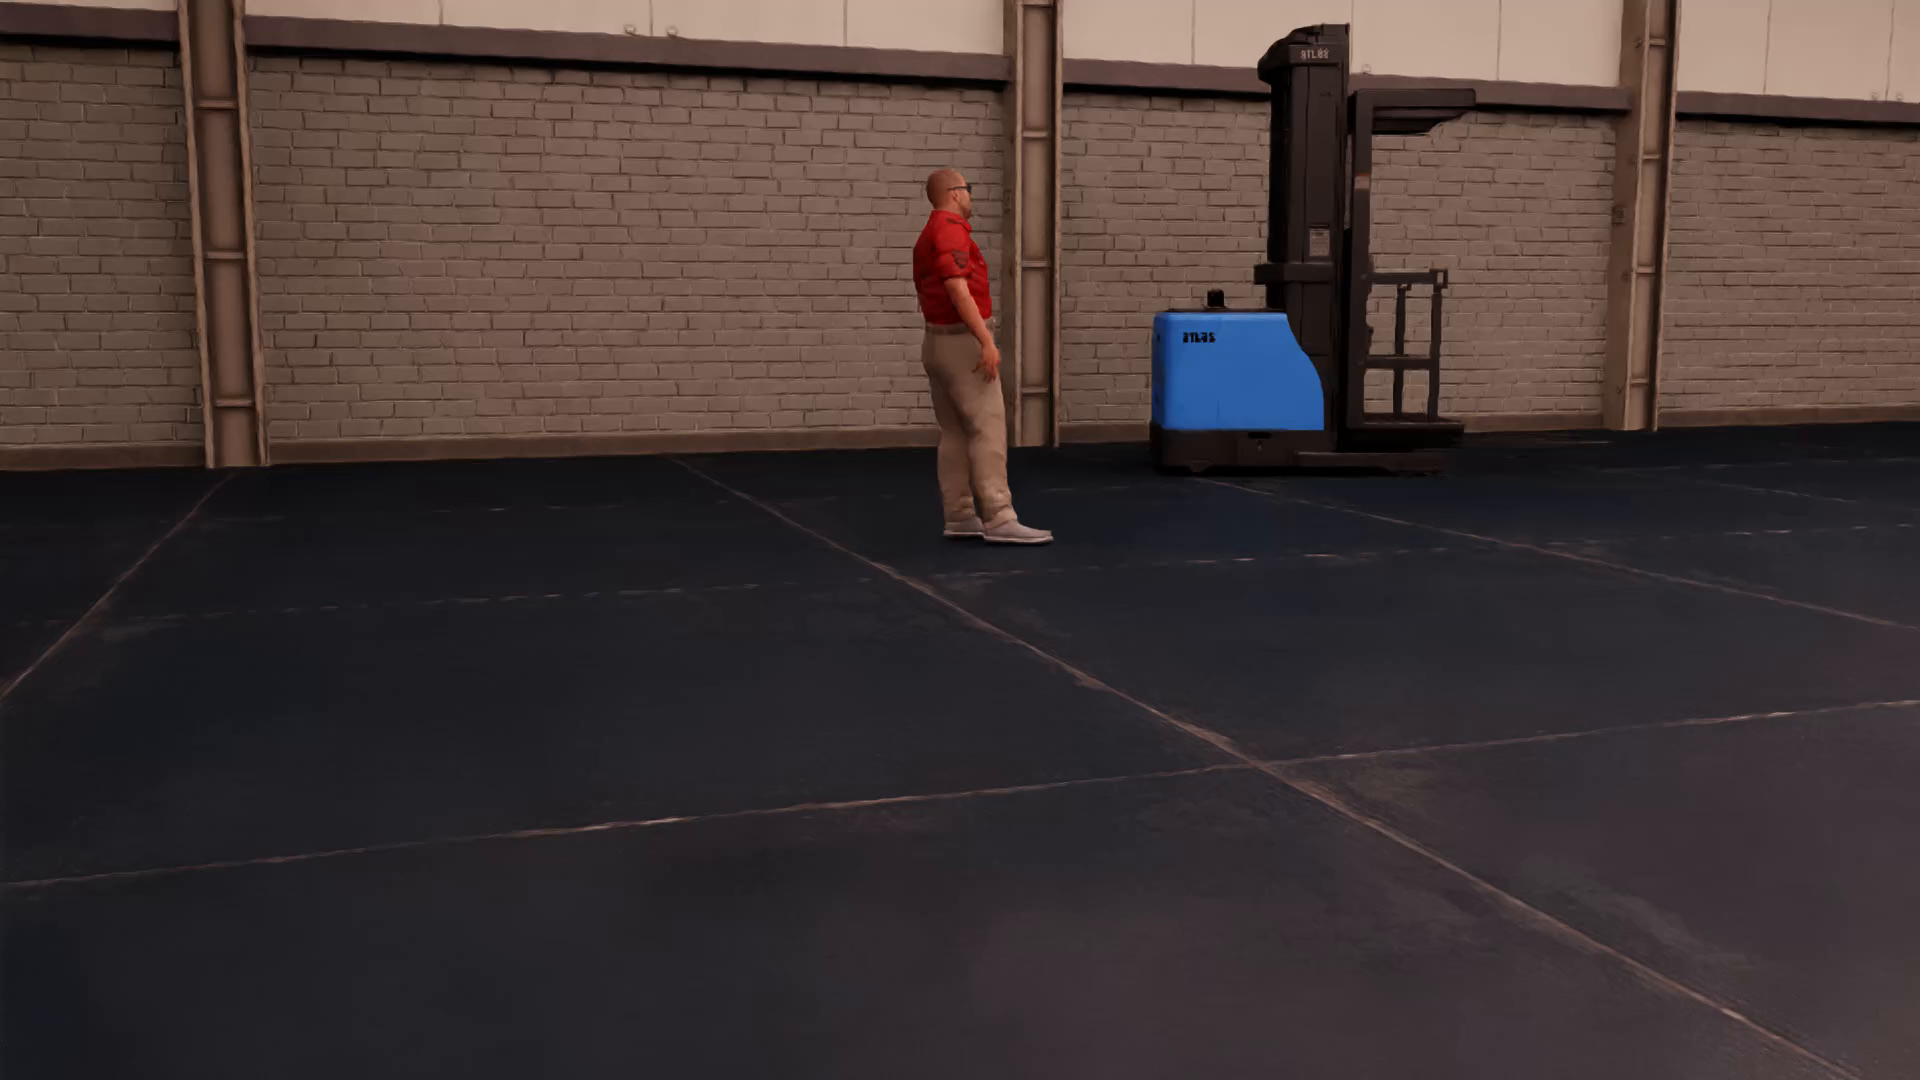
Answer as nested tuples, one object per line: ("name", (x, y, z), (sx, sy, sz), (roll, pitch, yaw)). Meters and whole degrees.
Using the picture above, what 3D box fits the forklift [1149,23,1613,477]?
("forklift", (2.862, -1.939, 11.307), (3.031, 2.935, 1.130), (0, 8, 1))

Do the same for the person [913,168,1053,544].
("person", (0.093, -0.866, 7.825), (0.542, 1.726, 0.640), (-3, 8, -18))
